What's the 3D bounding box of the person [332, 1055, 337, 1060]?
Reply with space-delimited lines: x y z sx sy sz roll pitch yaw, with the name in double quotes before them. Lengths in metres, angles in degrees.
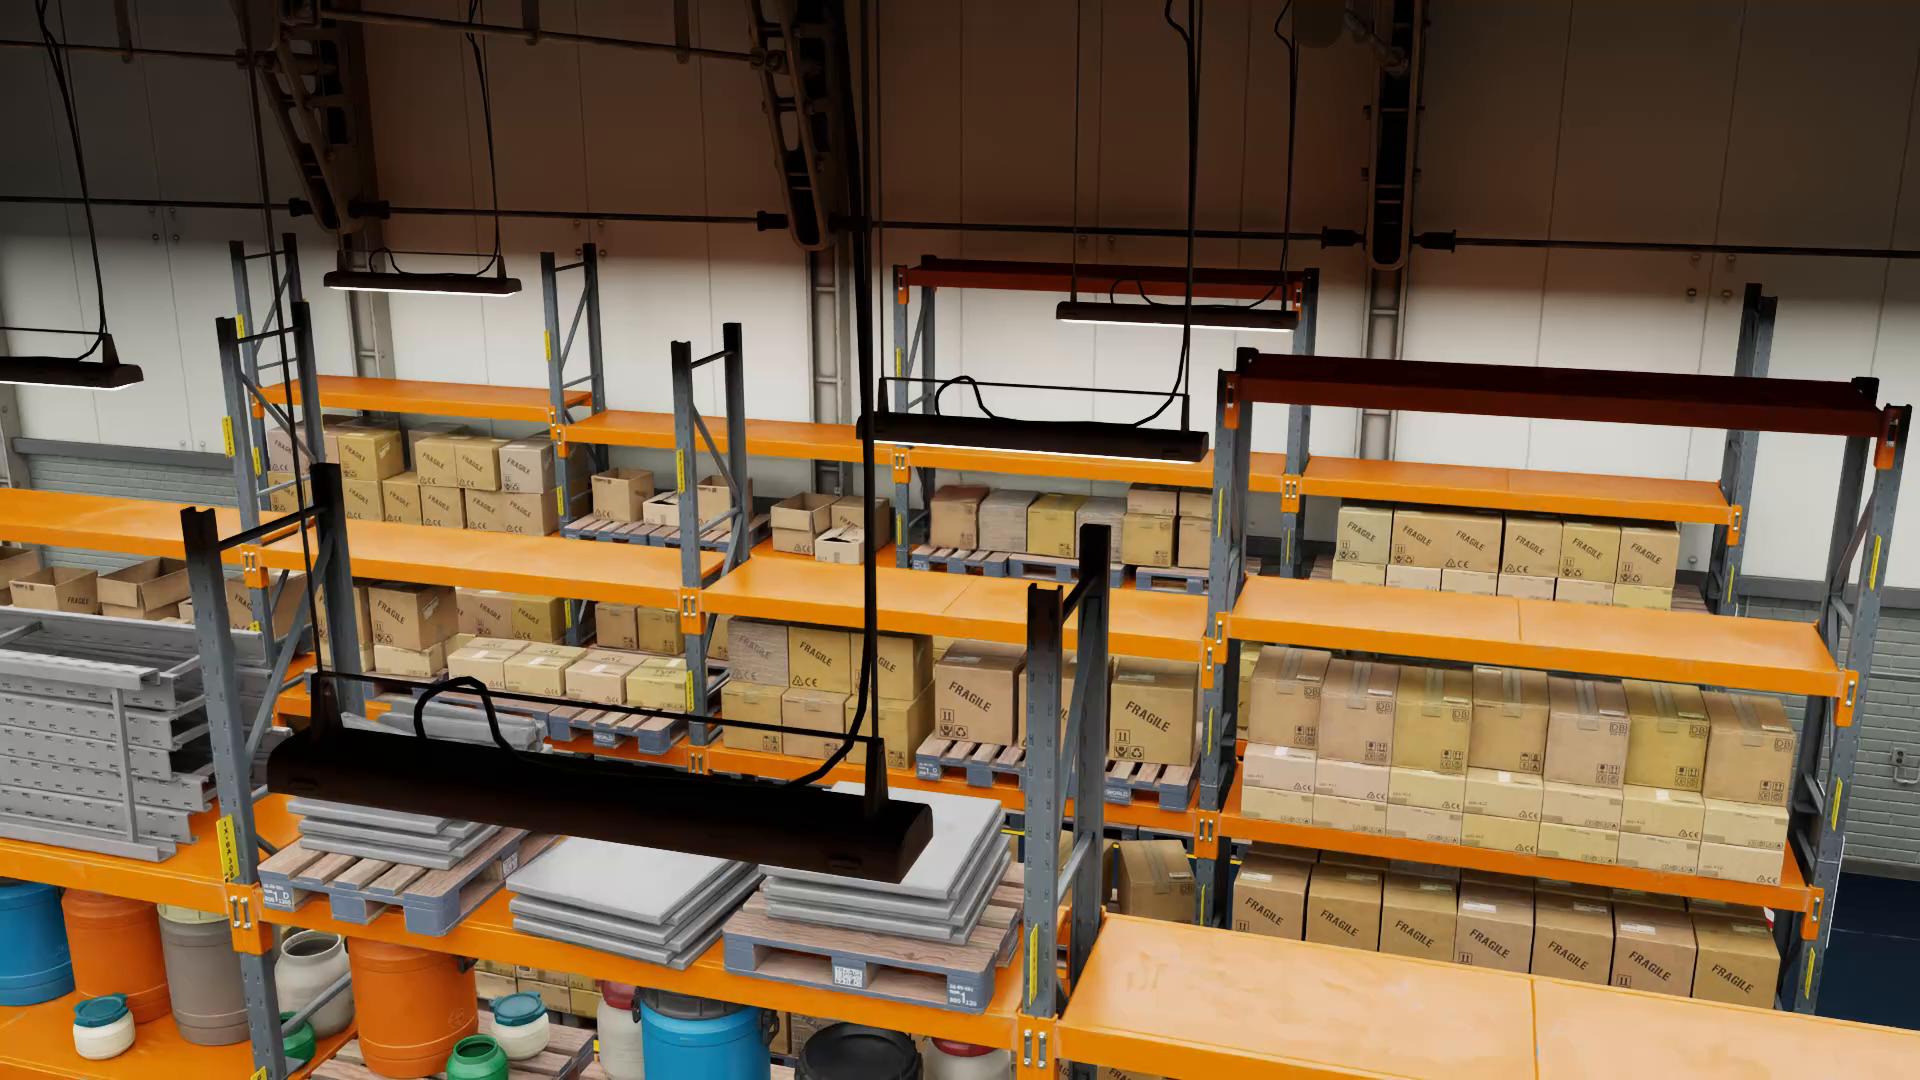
"person" -4.455 3.818 12.526 0.649 1.694 0.507 5 17 18
